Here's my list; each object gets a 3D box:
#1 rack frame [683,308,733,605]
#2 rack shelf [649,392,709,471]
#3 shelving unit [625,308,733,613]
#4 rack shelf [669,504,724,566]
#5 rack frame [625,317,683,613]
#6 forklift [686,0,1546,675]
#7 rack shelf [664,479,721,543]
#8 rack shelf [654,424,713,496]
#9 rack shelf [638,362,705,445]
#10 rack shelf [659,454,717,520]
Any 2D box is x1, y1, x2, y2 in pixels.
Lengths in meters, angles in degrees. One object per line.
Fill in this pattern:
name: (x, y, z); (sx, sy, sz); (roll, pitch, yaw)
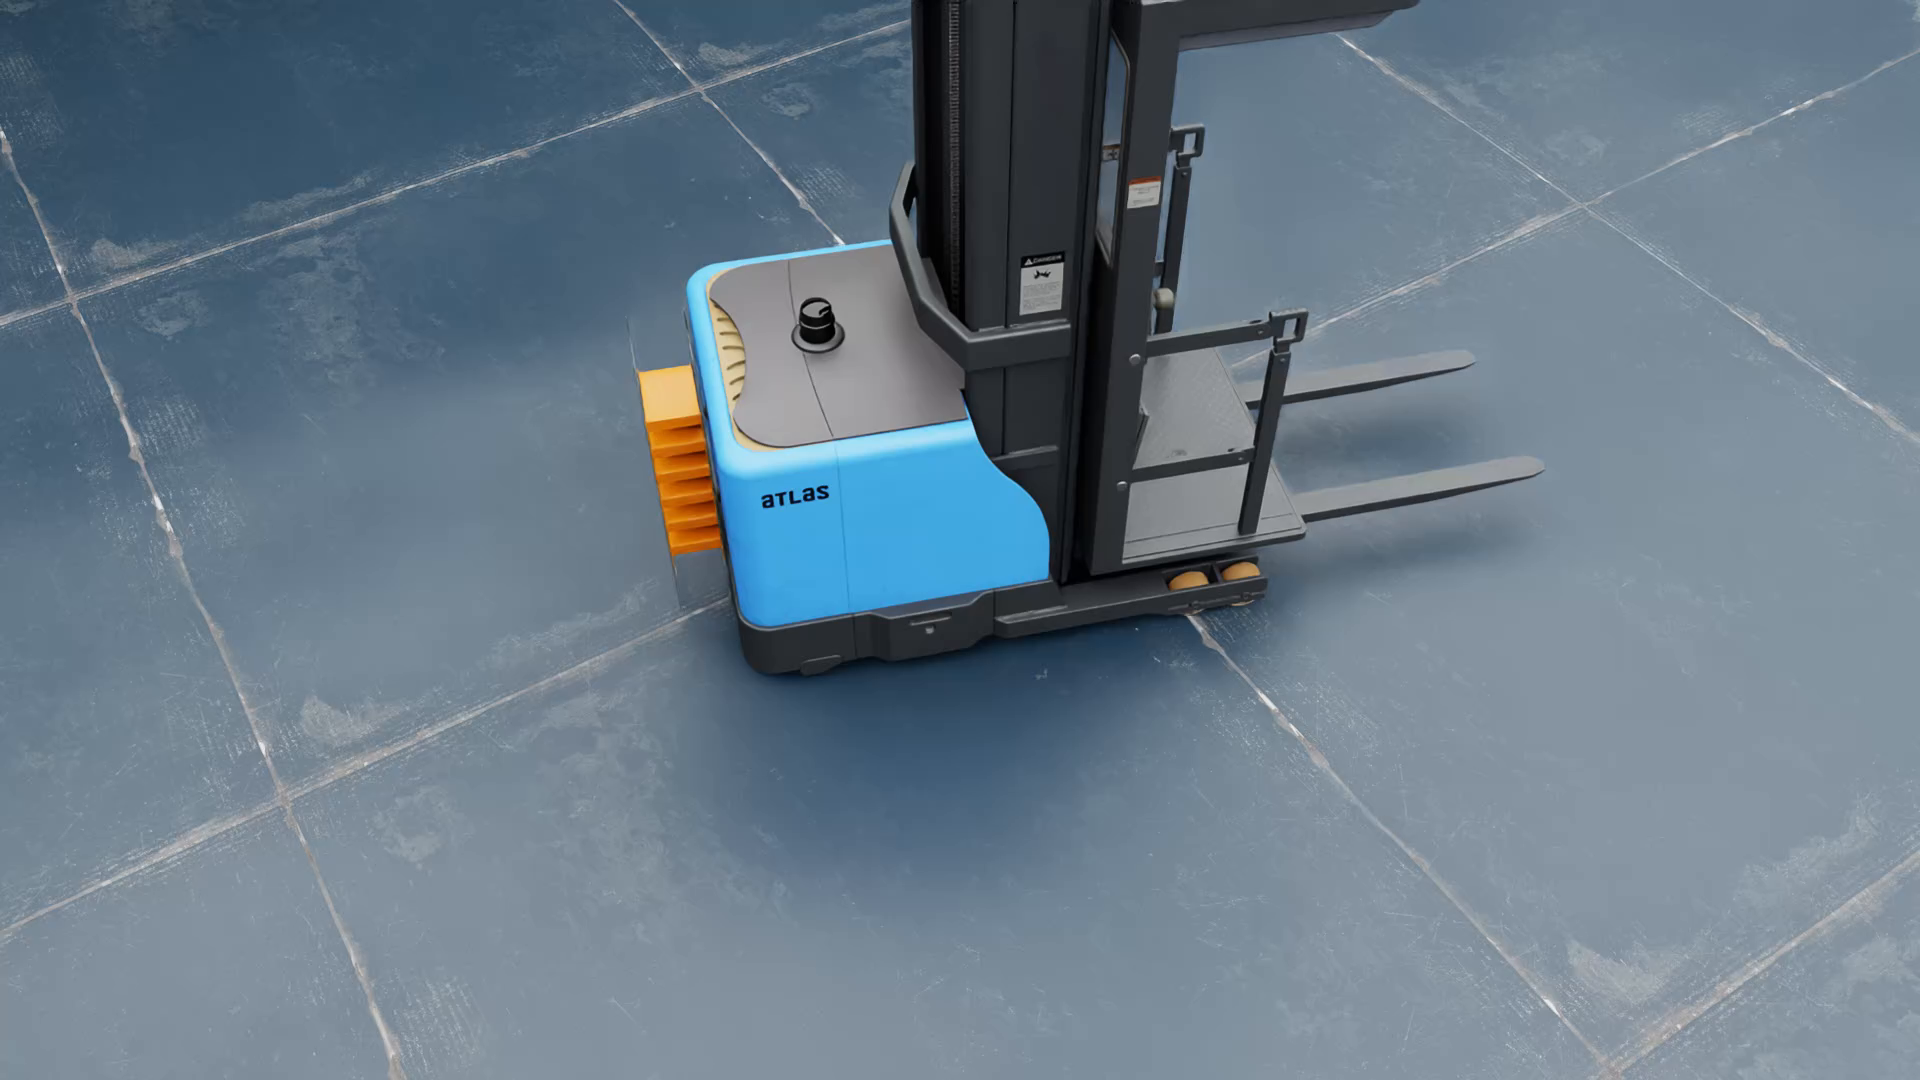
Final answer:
rack frame: (-0.854, -0.252, 5.671); (0.006, 1.200, 0.240); (-10, 49, -8)
rack shelf: (-0.943, -0.367, 5.511); (0.180, 0.103, 0.258); (-10, 49, -8)
shelving unit: (-0.943, -0.237, 5.657); (0.189, 1.200, 0.258); (-10, 49, -8)
rack shelf: (-0.943, -0.048, 5.870); (0.180, 0.103, 0.258); (-10, 49, -8)
rack frame: (-1.032, -0.222, 5.644); (0.006, 1.200, 0.240); (-10, 49, -8)
forklift: (0.631, -1.082, 5.251); (3.031, 2.935, 1.130); (-10, 49, -8)
rack shelf: (-0.943, -0.127, 5.780); (0.180, 0.103, 0.258); (-10, 49, -8)
rack shelf: (-0.943, -0.287, 5.601); (0.180, 0.103, 0.258); (-10, 49, -8)
rack shelf: (-0.943, -0.447, 5.422); (0.180, 0.103, 0.258); (-10, 49, -8)
rack shelf: (-0.943, -0.207, 5.691); (0.180, 0.103, 0.258); (-10, 49, -8)
